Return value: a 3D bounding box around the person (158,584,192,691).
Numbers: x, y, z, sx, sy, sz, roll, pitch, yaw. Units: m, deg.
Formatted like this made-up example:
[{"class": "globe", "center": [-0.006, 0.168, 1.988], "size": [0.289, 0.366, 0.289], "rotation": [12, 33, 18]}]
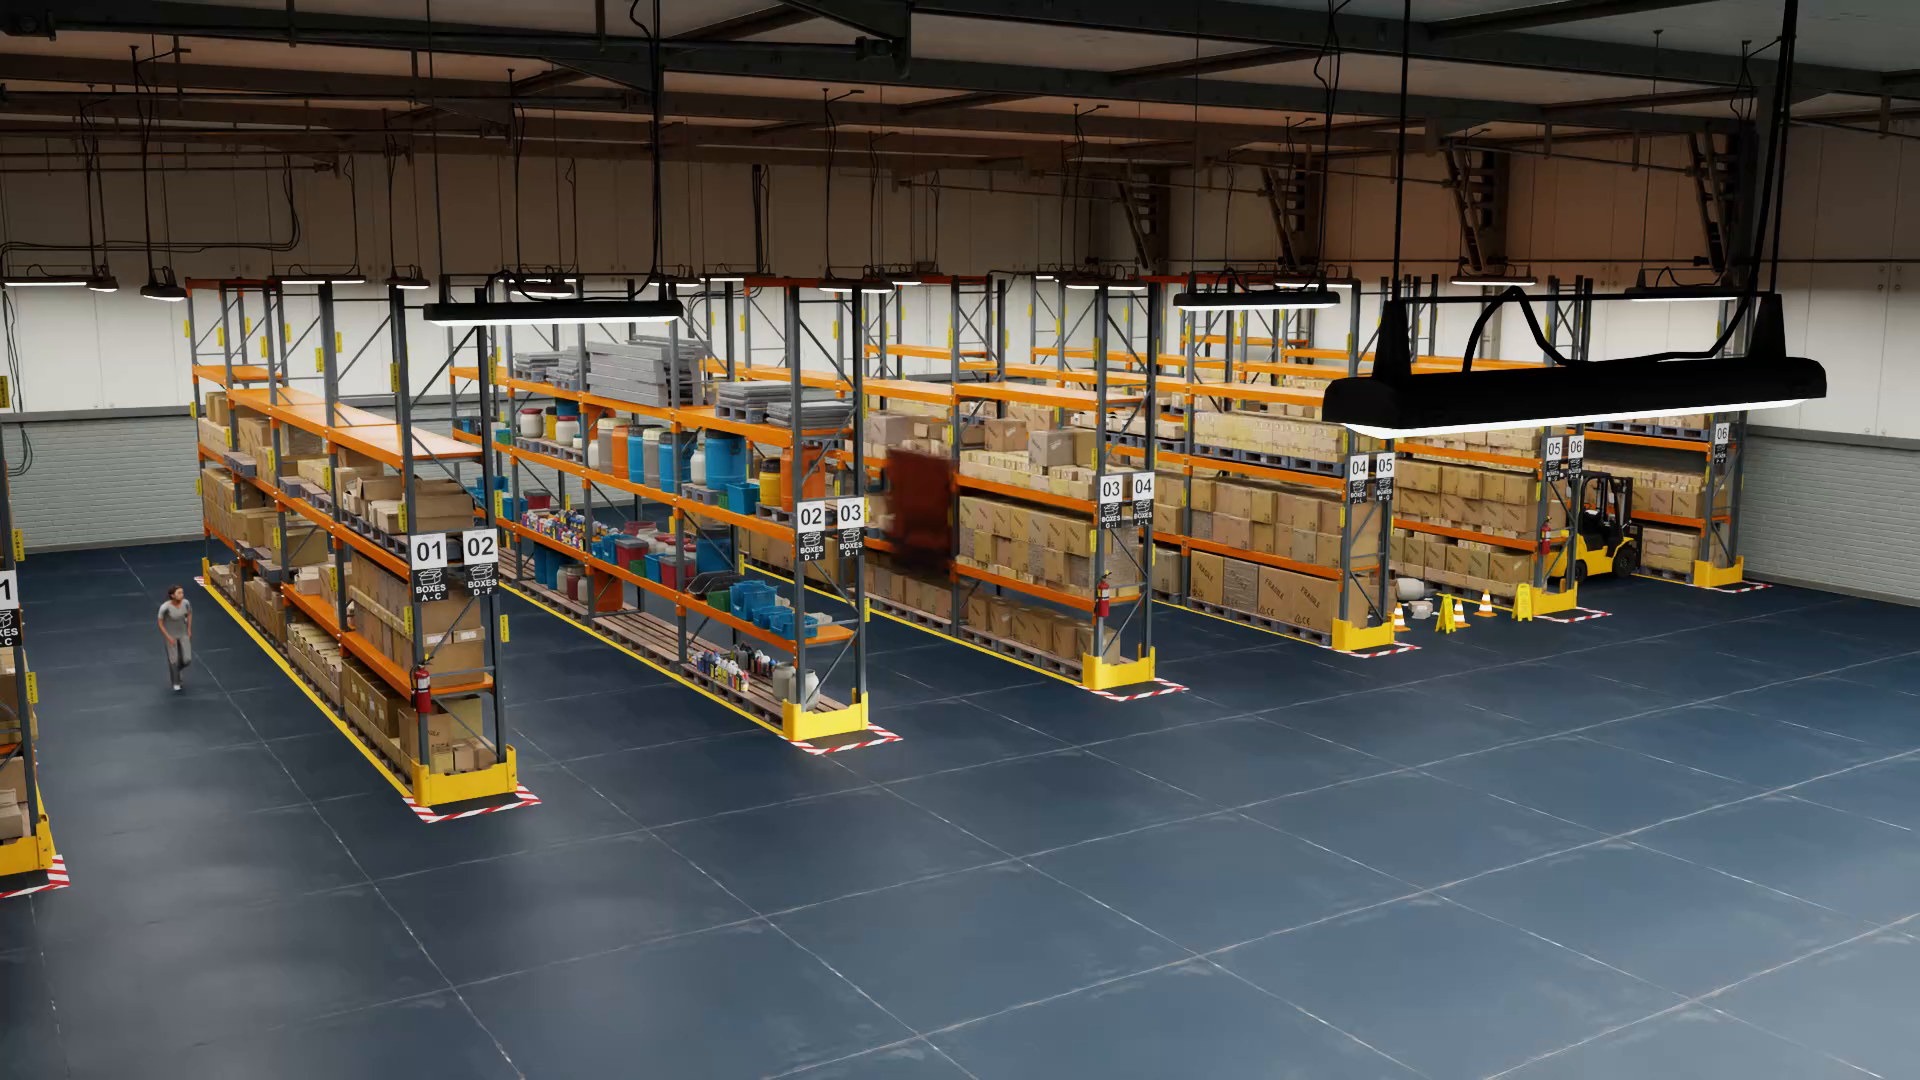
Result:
[{"class": "person", "center": [-11.687, 1.430, 24.750], "size": [0.511, 1.610, 0.571], "rotation": [-8, 12, -40]}]
